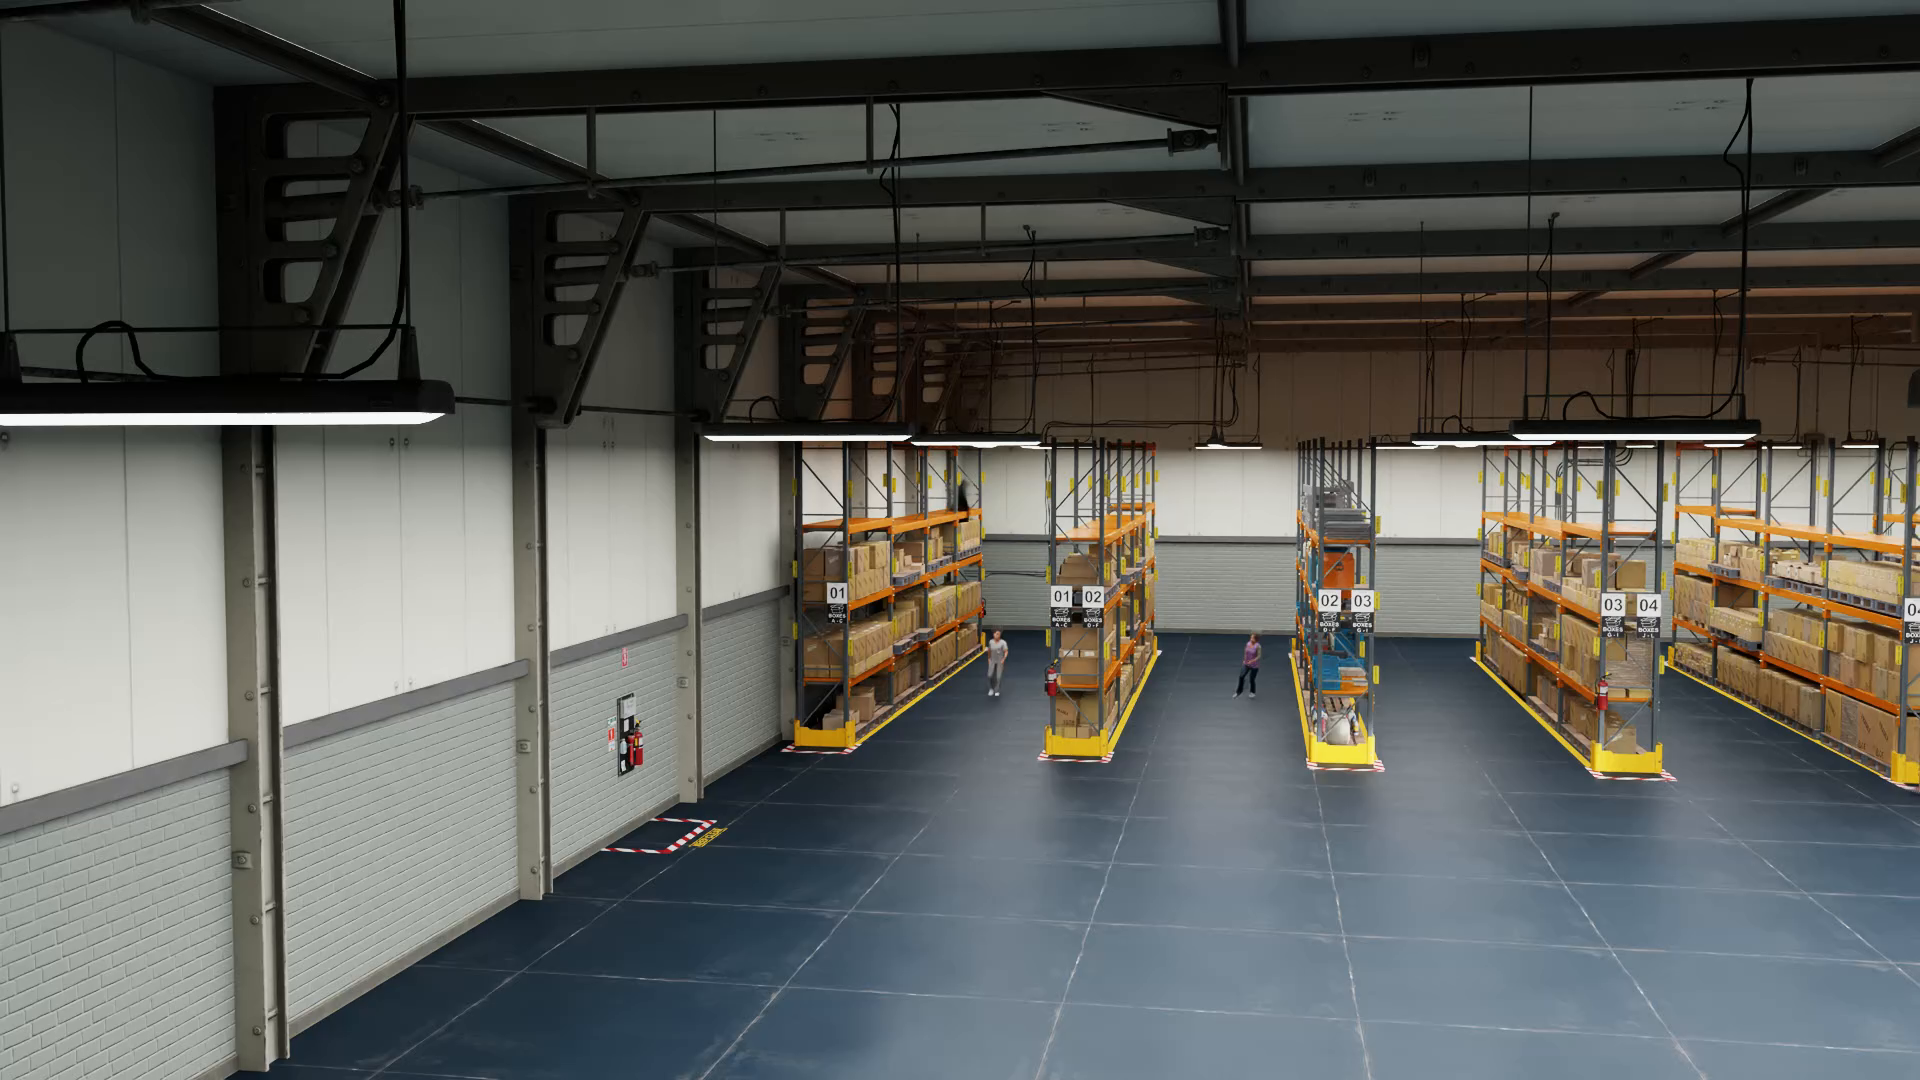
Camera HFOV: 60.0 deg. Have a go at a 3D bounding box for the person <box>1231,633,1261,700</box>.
[{"bbox_3d":[6.660,2.900,38.293,0.660,1.554,0.728,2,4,33],"label":"person"}]

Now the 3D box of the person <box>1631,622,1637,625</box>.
[{"bbox_3d":[17.900,2.543,44.319,0.689,1.786,0.774,2,3,27],"label":"person"}]

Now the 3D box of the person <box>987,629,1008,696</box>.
[{"bbox_3d":[0.863,2.856,38.634,0.551,1.611,0.752,1,3,10],"label":"person"}]
